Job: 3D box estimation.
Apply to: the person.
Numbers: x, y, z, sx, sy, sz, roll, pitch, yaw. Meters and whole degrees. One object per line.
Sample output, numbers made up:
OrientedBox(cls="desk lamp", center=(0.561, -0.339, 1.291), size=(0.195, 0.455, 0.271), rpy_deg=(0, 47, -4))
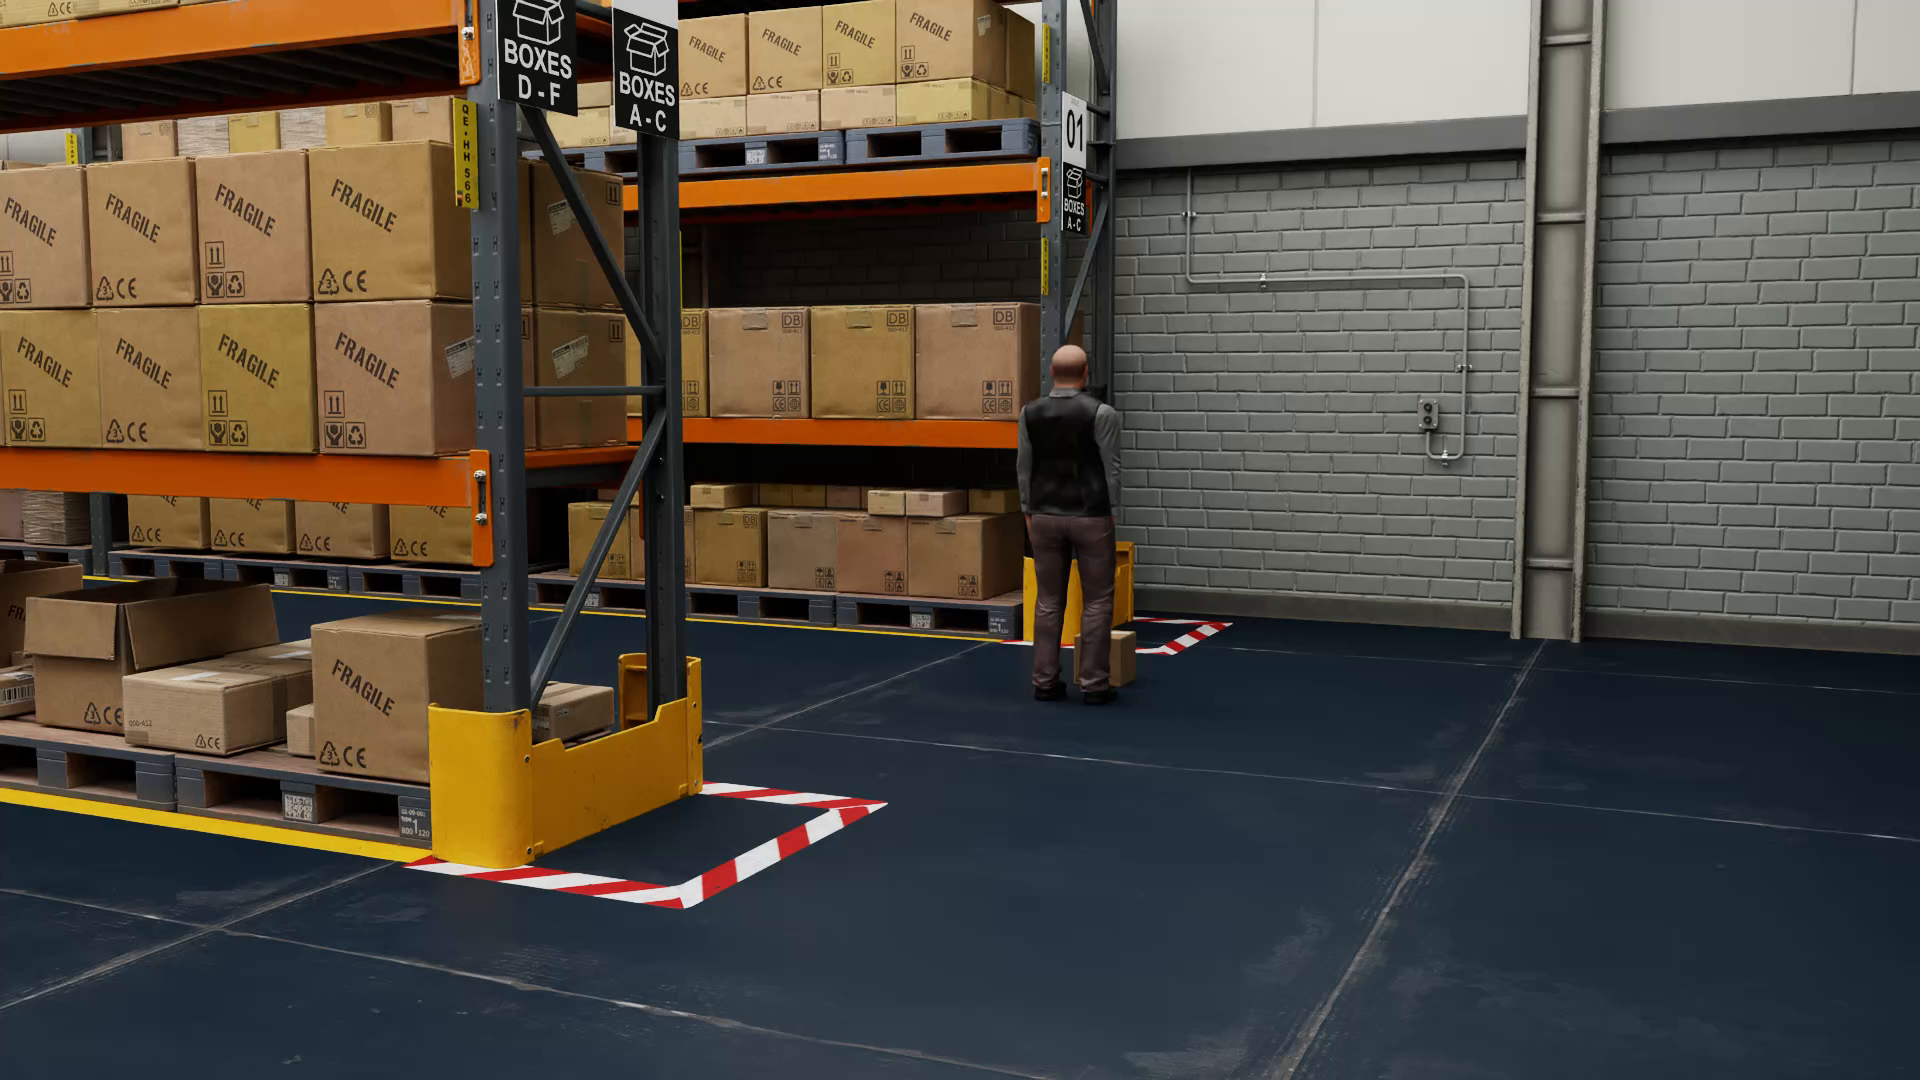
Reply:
OrientedBox(cls="person", center=(0.529, -0.078, 8.033), size=(0.533, 1.714, 0.357), rpy_deg=(3, 6, 25))
